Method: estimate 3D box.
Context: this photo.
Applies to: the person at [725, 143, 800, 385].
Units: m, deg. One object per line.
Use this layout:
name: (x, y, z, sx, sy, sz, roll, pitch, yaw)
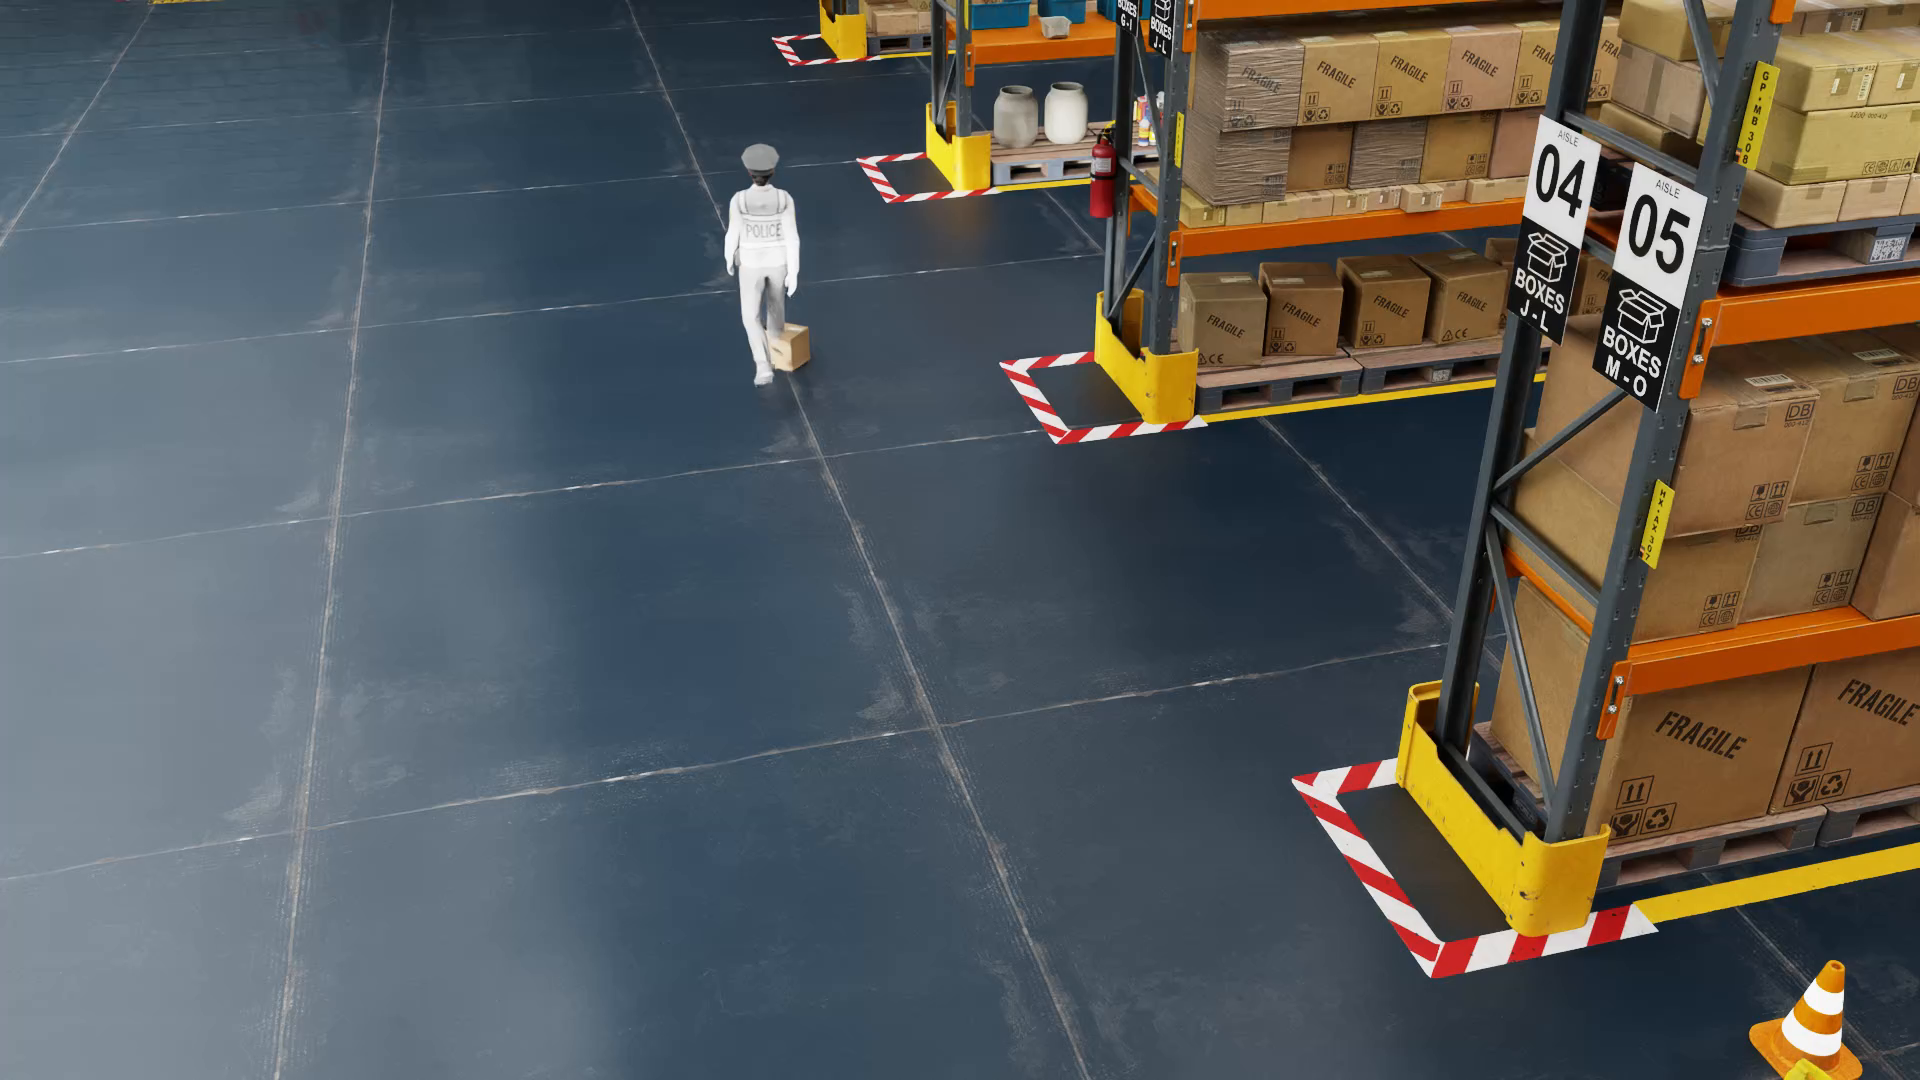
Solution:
person: (-1.346, -1.885, 11.389, 0.485, 1.643, 0.902, -8, 31, -13)
